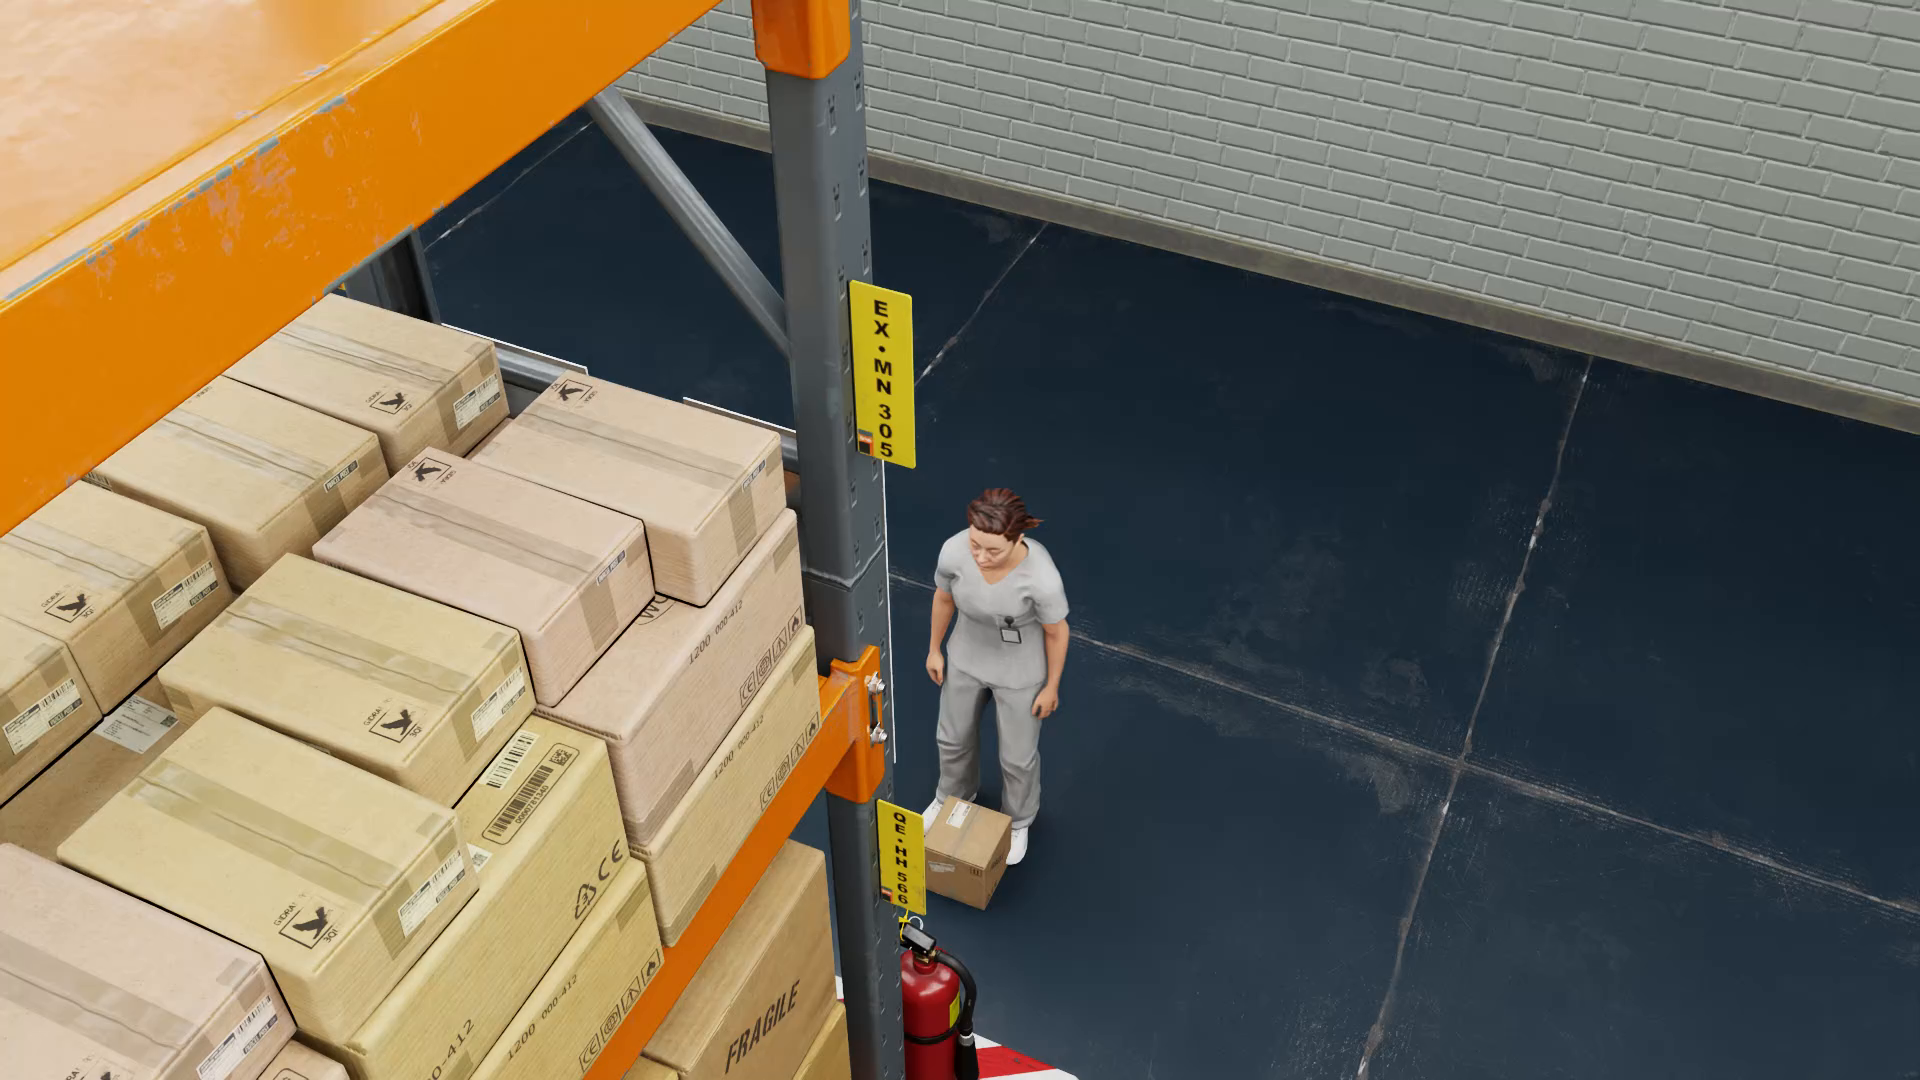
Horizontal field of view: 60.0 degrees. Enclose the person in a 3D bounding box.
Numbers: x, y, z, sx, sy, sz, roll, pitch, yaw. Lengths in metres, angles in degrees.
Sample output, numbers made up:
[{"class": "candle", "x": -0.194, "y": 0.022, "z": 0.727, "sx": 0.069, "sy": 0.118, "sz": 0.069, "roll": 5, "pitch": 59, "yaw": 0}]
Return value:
[{"class": "person", "x": 0.118, "y": 0.443, "z": 5.672, "sx": 0.494, "sy": 1.673, "sz": 0.352, "roll": 17, "pitch": 45, "yaw": 18}]
